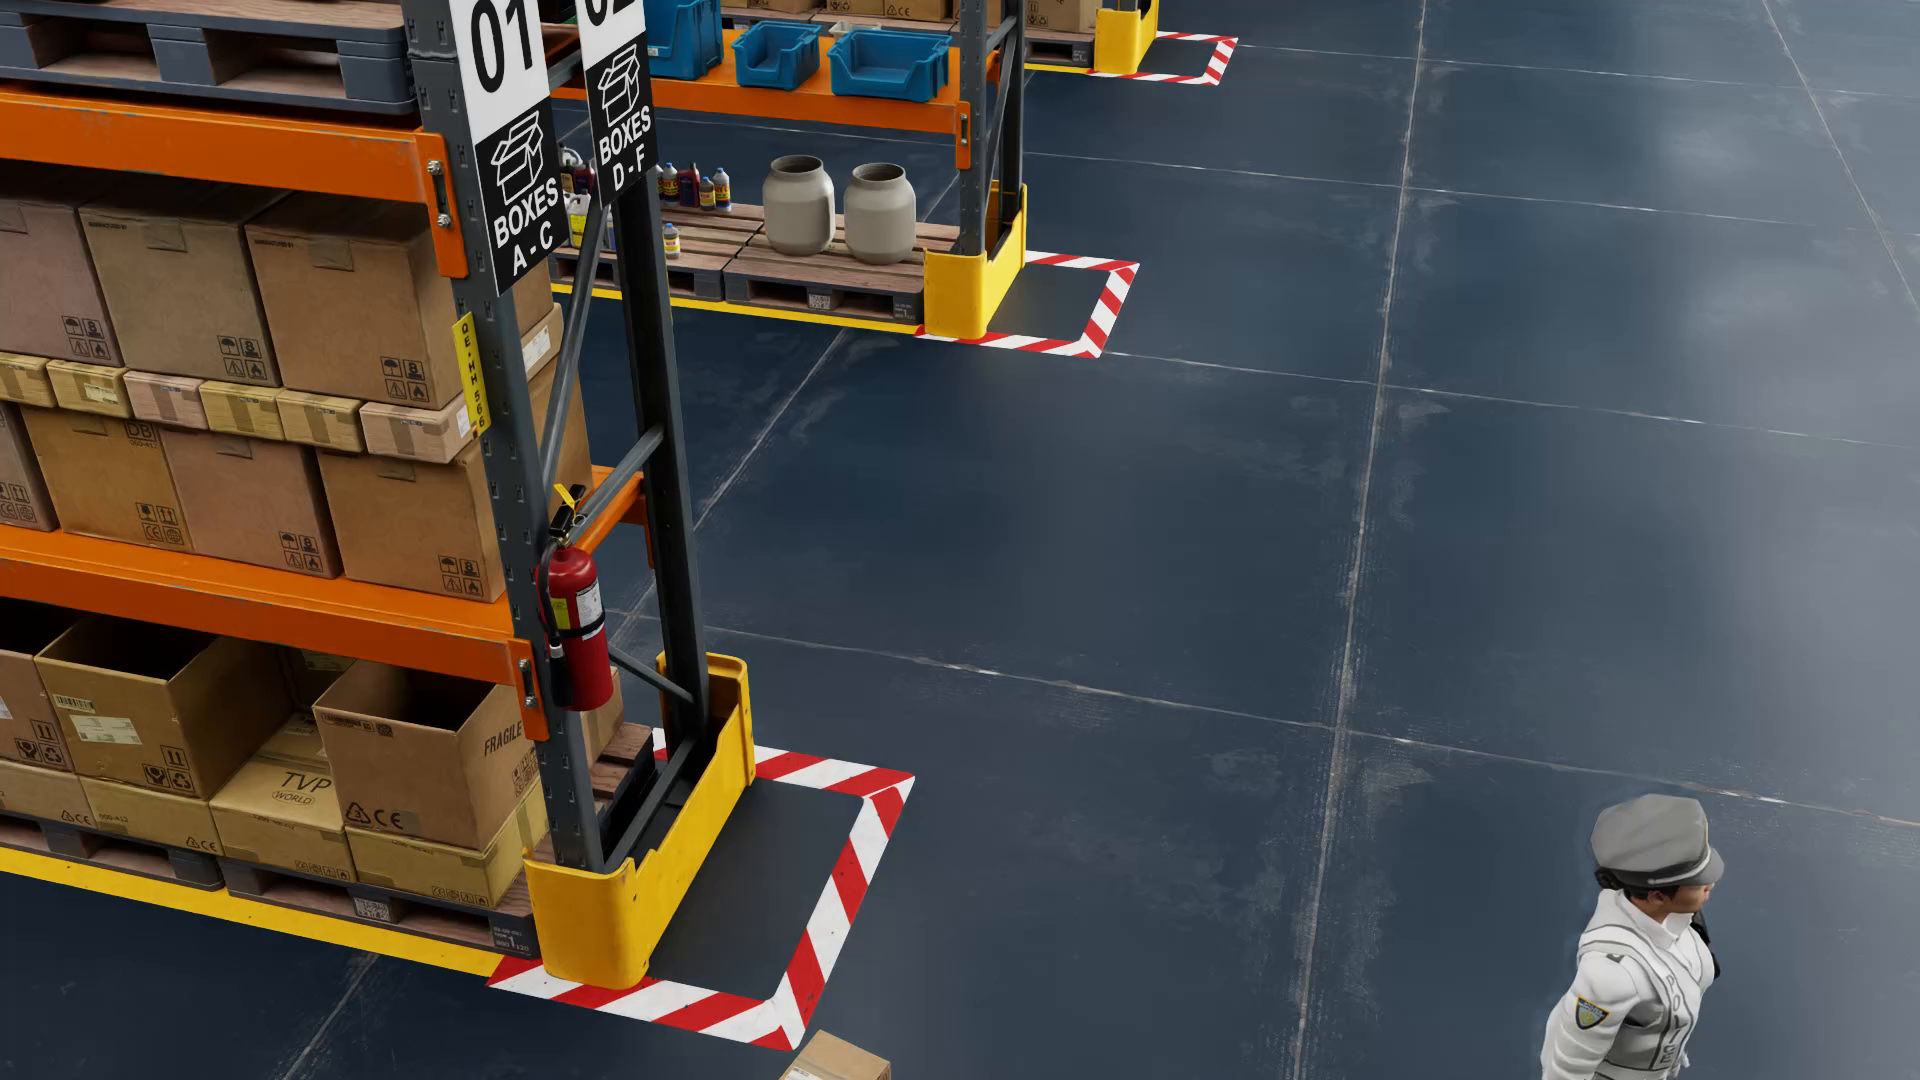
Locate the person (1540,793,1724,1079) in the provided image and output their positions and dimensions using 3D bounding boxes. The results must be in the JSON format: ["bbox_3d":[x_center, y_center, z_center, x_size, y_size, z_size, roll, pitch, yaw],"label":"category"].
[{"bbox_3d":[1.608,1.332,4.085,0.588,1.754,0.523,16,36,23],"label":"person"}]
